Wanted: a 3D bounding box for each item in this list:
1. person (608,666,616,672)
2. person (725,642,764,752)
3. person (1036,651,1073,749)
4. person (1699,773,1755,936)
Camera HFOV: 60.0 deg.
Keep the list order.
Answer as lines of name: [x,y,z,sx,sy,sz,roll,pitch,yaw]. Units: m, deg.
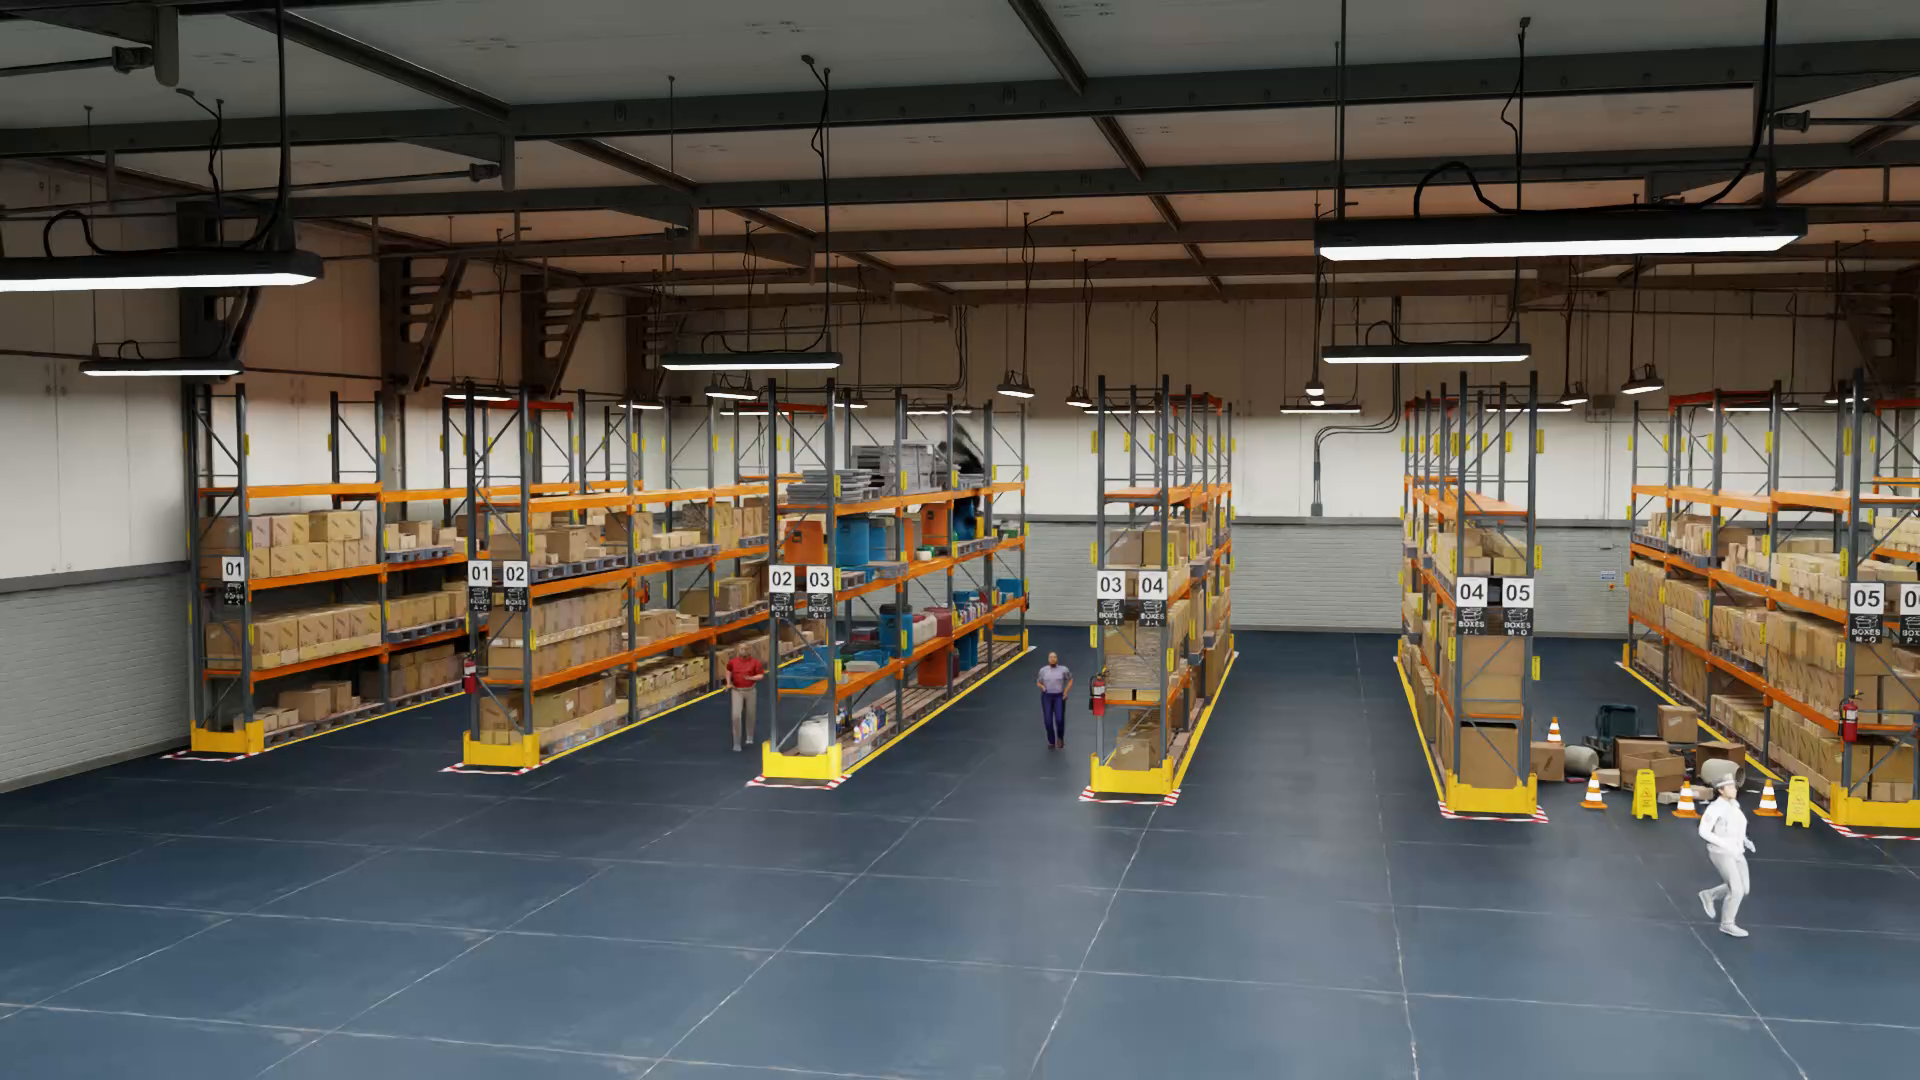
person: [-7.199,2.205,34.432,0.563,1.686,0.869,0,3,3]
person: [-3.547,2.585,27.357,0.633,1.800,0.770,0,3,-6]
person: [1.533,2.640,27.219,0.591,1.606,0.576,1,3,10]
person: [7.838,3.198,17.062,0.615,1.647,0.555,-2,4,-32]
